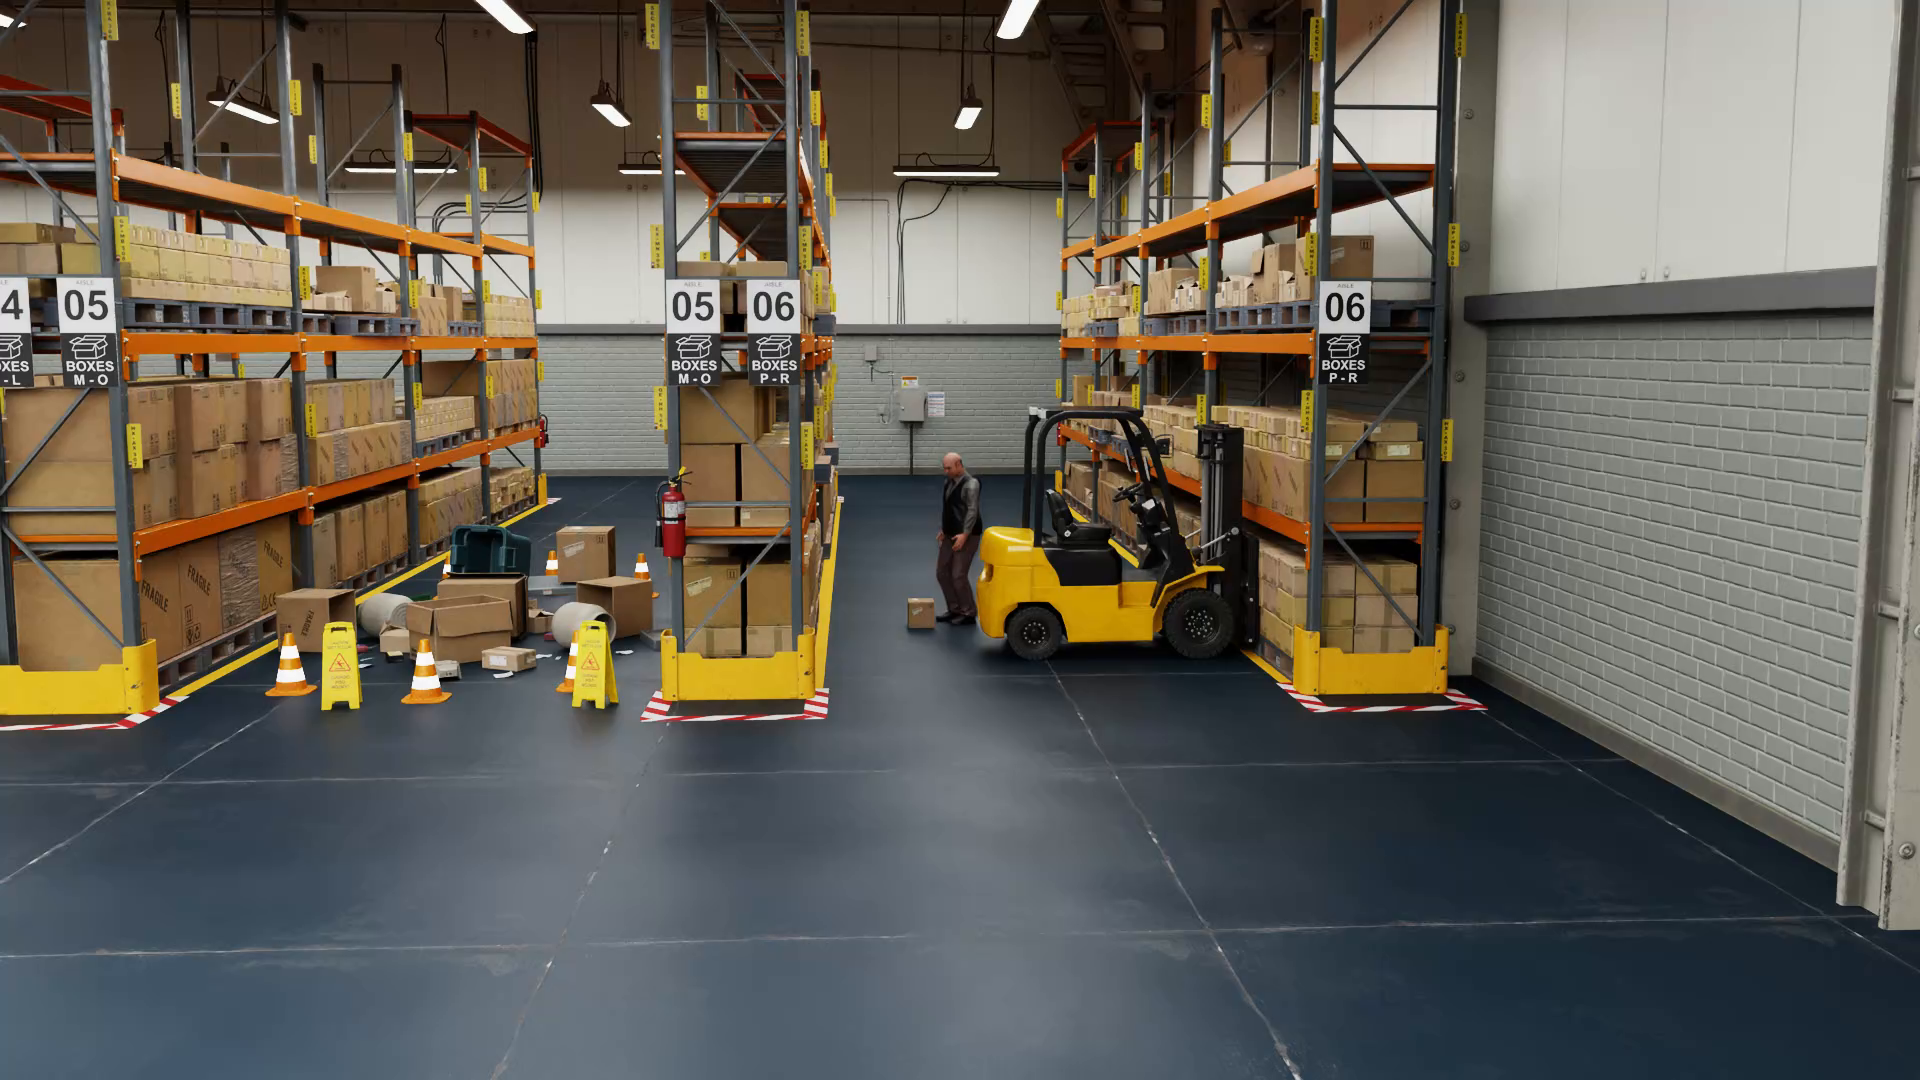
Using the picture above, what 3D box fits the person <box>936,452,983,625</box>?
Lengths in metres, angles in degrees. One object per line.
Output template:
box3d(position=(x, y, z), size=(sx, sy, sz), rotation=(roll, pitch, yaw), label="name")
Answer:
box3d(position=(0.001, -0.021, 16.249), size=(0.423, 1.678, 0.556), rotation=(-4, 8, -31), label="person")
